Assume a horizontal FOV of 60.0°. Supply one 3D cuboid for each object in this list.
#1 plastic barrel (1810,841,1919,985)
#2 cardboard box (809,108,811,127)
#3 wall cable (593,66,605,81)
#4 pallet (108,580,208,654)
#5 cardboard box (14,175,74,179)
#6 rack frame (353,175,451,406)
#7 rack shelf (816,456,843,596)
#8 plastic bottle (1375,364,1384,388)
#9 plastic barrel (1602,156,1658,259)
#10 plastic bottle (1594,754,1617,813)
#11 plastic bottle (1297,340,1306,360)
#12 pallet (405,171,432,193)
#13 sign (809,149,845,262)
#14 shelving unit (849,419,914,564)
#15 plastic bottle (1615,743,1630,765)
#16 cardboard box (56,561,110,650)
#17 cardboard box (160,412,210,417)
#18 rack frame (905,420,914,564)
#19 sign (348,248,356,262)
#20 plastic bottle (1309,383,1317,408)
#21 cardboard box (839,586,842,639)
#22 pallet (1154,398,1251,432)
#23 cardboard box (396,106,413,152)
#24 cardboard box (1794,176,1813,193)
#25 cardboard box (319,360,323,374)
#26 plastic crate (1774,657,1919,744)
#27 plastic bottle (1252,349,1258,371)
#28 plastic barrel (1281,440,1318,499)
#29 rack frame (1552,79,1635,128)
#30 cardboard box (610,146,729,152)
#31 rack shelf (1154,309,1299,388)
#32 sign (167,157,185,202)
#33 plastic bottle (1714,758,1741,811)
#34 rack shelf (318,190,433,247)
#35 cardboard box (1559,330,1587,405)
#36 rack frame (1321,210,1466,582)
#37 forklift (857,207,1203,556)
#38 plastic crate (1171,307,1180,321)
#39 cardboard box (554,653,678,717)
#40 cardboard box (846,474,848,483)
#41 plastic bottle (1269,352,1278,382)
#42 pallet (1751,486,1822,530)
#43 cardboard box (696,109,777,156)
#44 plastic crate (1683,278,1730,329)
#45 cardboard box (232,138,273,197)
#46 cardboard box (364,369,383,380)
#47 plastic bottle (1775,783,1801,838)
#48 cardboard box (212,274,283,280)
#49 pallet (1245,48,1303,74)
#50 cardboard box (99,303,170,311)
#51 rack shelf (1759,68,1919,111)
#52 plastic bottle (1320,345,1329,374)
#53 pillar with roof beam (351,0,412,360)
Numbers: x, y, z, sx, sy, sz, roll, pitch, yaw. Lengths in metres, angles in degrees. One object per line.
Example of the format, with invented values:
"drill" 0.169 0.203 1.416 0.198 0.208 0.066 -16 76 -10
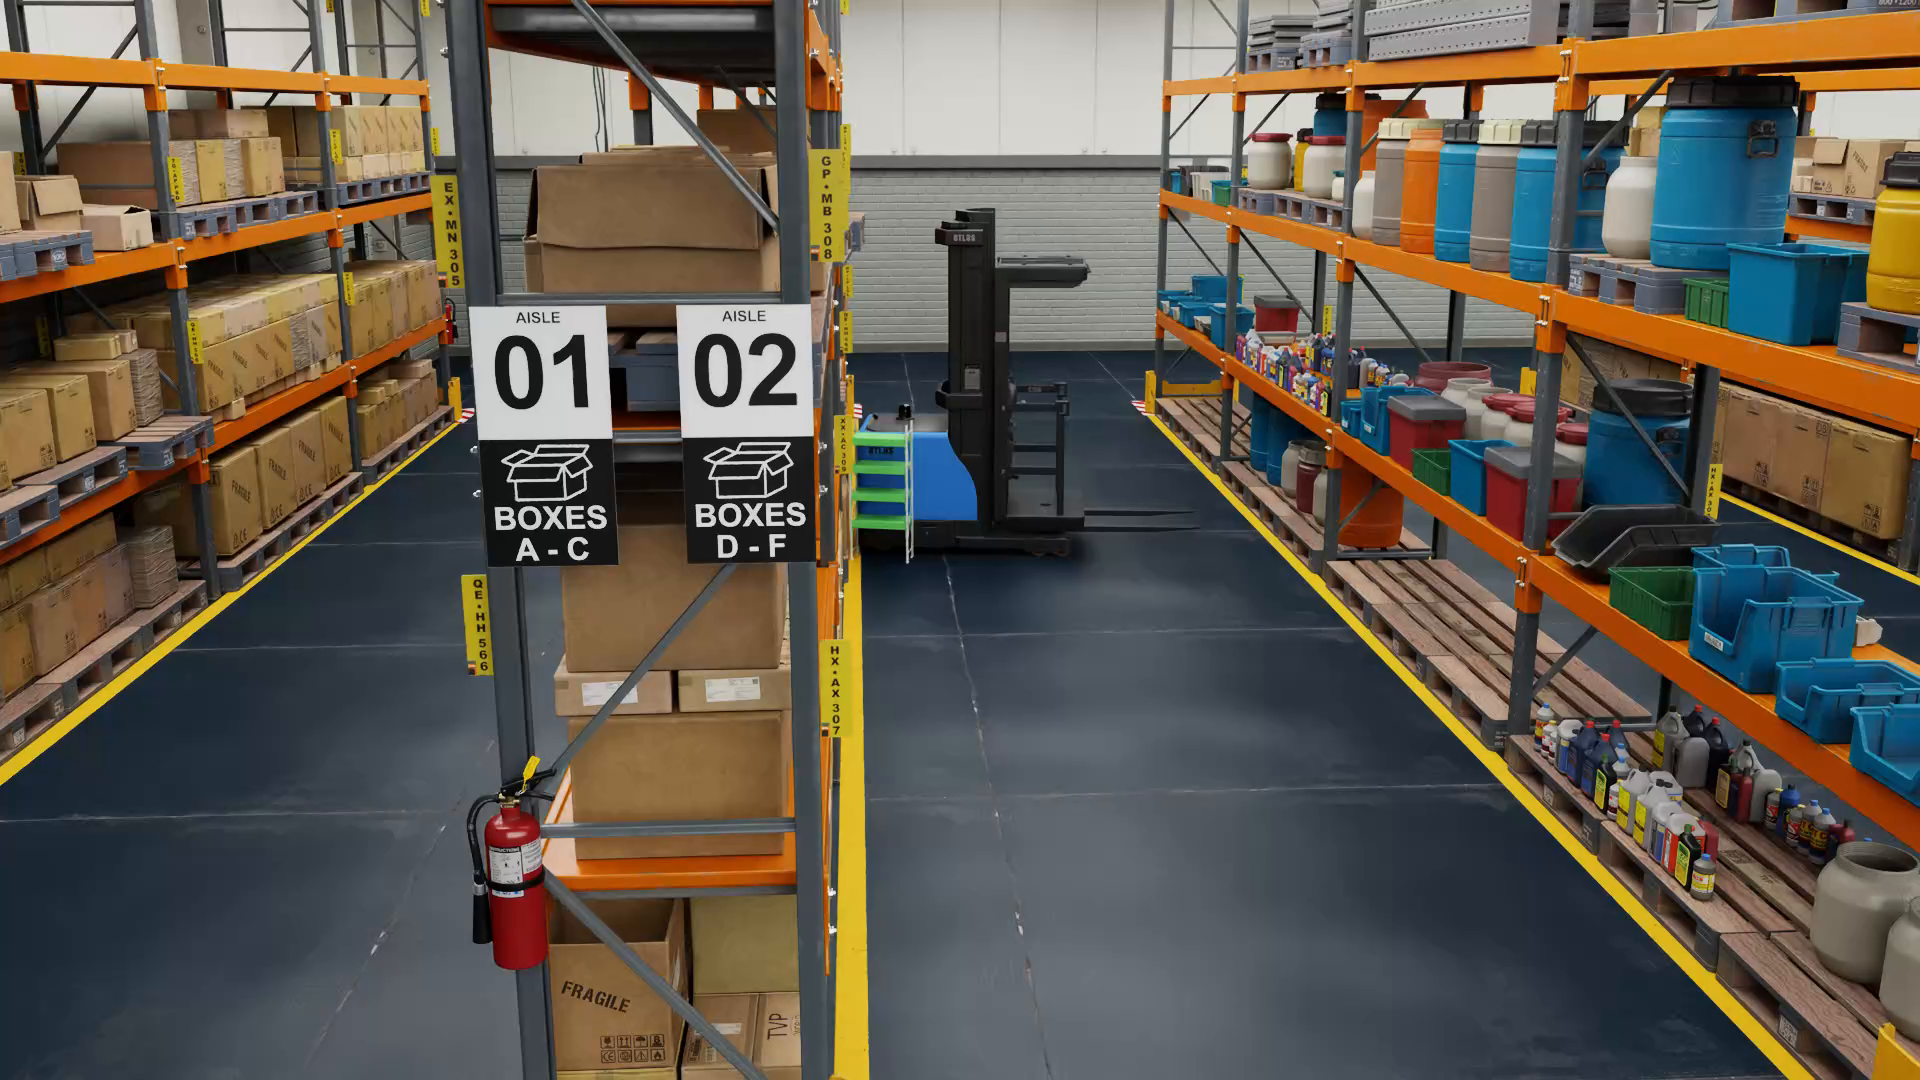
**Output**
"plastic barrel" 3.849 1.575 7.034 0.421 0.512 0.421 0 14 0
"cardboard box" -1.759 -4.154 16.923 0.700 0.500 0.500 -1 14 -3
"wall cable" -4.176 -8.267 25.192 3.097 2.526 0.112 -1 14 -3
"pallet" -6.340 0.569 12.391 1.003 0.211 1.213 -1 14 -3
"cardboard box" -6.572 -2.304 11.700 0.500 0.500 0.500 -1 14 -3
"rack frame" -6.882 -2.965 20.532 1.000 3.000 0.127 -1 14 -3
"rack shelf" -1.319 -0.207 11.256 1.077 0.370 4.000 -1 14 -3
"plastic bottle" 3.760 -1.438 14.854 0.097 0.271 0.097 0 14 0
"plastic barrel" 3.580 -1.734 8.659 0.421 0.512 0.421 0 14 0
"plastic bottle" 3.365 1.264 8.661 0.061 0.283 0.133 0 14 -1
"plastic bottle" 3.477 -1.928 16.897 0.097 0.201 0.097 0 14 0
"pallet" -6.826 -4.191 19.452 1.003 0.211 1.213 -1 14 -3
"sign" -0.393 -0.985 4.902 0.100 0.325 0.005 -1 14 -3
"shelving unit" -0.672 -0.419 14.245 0.503 1.200 0.258 2 15 9
"plastic bottle" 3.515 1.216 8.874 0.097 0.271 0.097 0 14 0
"cardboard box" -6.315 0.453 11.379 0.700 0.500 0.500 -1 14 -4
"cardboard box" -6.176 -0.949 13.160 0.380 0.149 0.250 -1 14 -4
"rack frame" -0.432 -0.408 14.205 0.015 1.200 0.240 2 15 9
"sign" -7.437 -3.416 20.386 0.100 0.325 0.005 -1 14 -3
"plastic bottle" 3.041 -1.237 14.213 0.097 0.201 0.097 0 14 0
"cardboard box" -1.031 0.438 10.852 0.500 0.311 0.500 -1 14 -5
"pallet" 3.018 -1.562 20.674 1.003 0.211 1.213 -1 14 -3
"cardboard box" -6.544 -4.658 18.843 0.500 0.500 0.500 0 14 -2
"cardboard box" 8.140 -3.362 15.714 0.380 0.149 0.250 -1 15 -6
"cardboard box" -6.321 -1.651 15.889 0.380 0.149 0.250 0 14 -2
"plastic crate" 3.633 0.652 6.773 0.499 0.251 0.408 -1 14 -3
"plastic bottle" 2.911 -1.762 16.253 0.097 0.201 0.097 0 14 0
"plastic barrel" 3.260 -0.669 15.755 0.421 0.512 0.421 0 14 0
"rack frame" 7.949 -6.100 20.676 1.000 3.000 0.127 -1 14 -3
"cardboard box" -1.427 -1.701 8.275 0.500 0.500 0.500 0 14 1
"rack shelf" 3.130 -2.272 19.282 1.077 0.370 4.000 -1 14 -3
"sign" -5.845 -2.687 12.391 0.100 0.325 0.005 -1 14 -3
"plastic bottle" 4.008 1.260 8.677 0.061 0.283 0.133 -1 14 -3
"rack shelf" -6.758 -3.572 18.314 1.077 0.370 4.000 -1 14 -3
"cardboard box" 8.069 -2.211 21.022 0.875 0.875 0.875 -1 14 -3
"rack frame" 3.501 -1.129 13.393 1.000 3.000 0.127 -1 14 -3
"forklift" 0.625 -1.412 14.633 3.031 2.935 1.130 1 14 3
"plastic crate" 2.672 -2.703 19.922 0.250 0.136 0.298 -1 14 -3
"cardboard box" -1.161 0.482 5.632 0.380 0.149 0.250 -1 14 -4
"cardboard box" -1.250 -0.428 14.804 0.500 0.500 0.500 -1 14 -4
"plastic bottle" 2.954 -1.623 15.572 0.097 0.271 0.097 0 14 0
"pallet" 8.399 -0.355 15.981 1.003 0.211 1.213 -1 14 -3
"cardboard box" -1.194 -2.159 9.331 0.500 0.500 0.500 -1 14 -3
"plastic crate" 3.575 -1.087 7.638 0.336 0.188 0.450 -1 14 -3
"cardboard box" -6.590 -3.327 14.833 0.700 0.500 0.500 -1 14 -4
"cardboard box" -6.883 -1.876 19.171 0.380 0.149 0.250 -1 14 -3
"plastic bottle" 4.156 1.353 8.341 0.097 0.271 0.097 0 14 0
"cardboard box" -6.866 -2.417 16.060 0.500 0.250 0.500 0 14 -2
"pallet" 3.335 -4.538 15.788 1.003 0.211 1.213 -1 14 -3
"cardboard box" -6.702 -1.779 13.577 0.500 0.250 0.500 -1 14 -5
"rack shelf" 8.321 -4.066 15.016 1.077 0.370 4.000 -1 14 -3
"plastic bottle" 3.531 -1.745 16.048 0.097 0.271 0.097 0 14 0
"pillar with roof beam" -3.616 -6.595 22.600 9.100 9.000 0.400 -1 14 -3
